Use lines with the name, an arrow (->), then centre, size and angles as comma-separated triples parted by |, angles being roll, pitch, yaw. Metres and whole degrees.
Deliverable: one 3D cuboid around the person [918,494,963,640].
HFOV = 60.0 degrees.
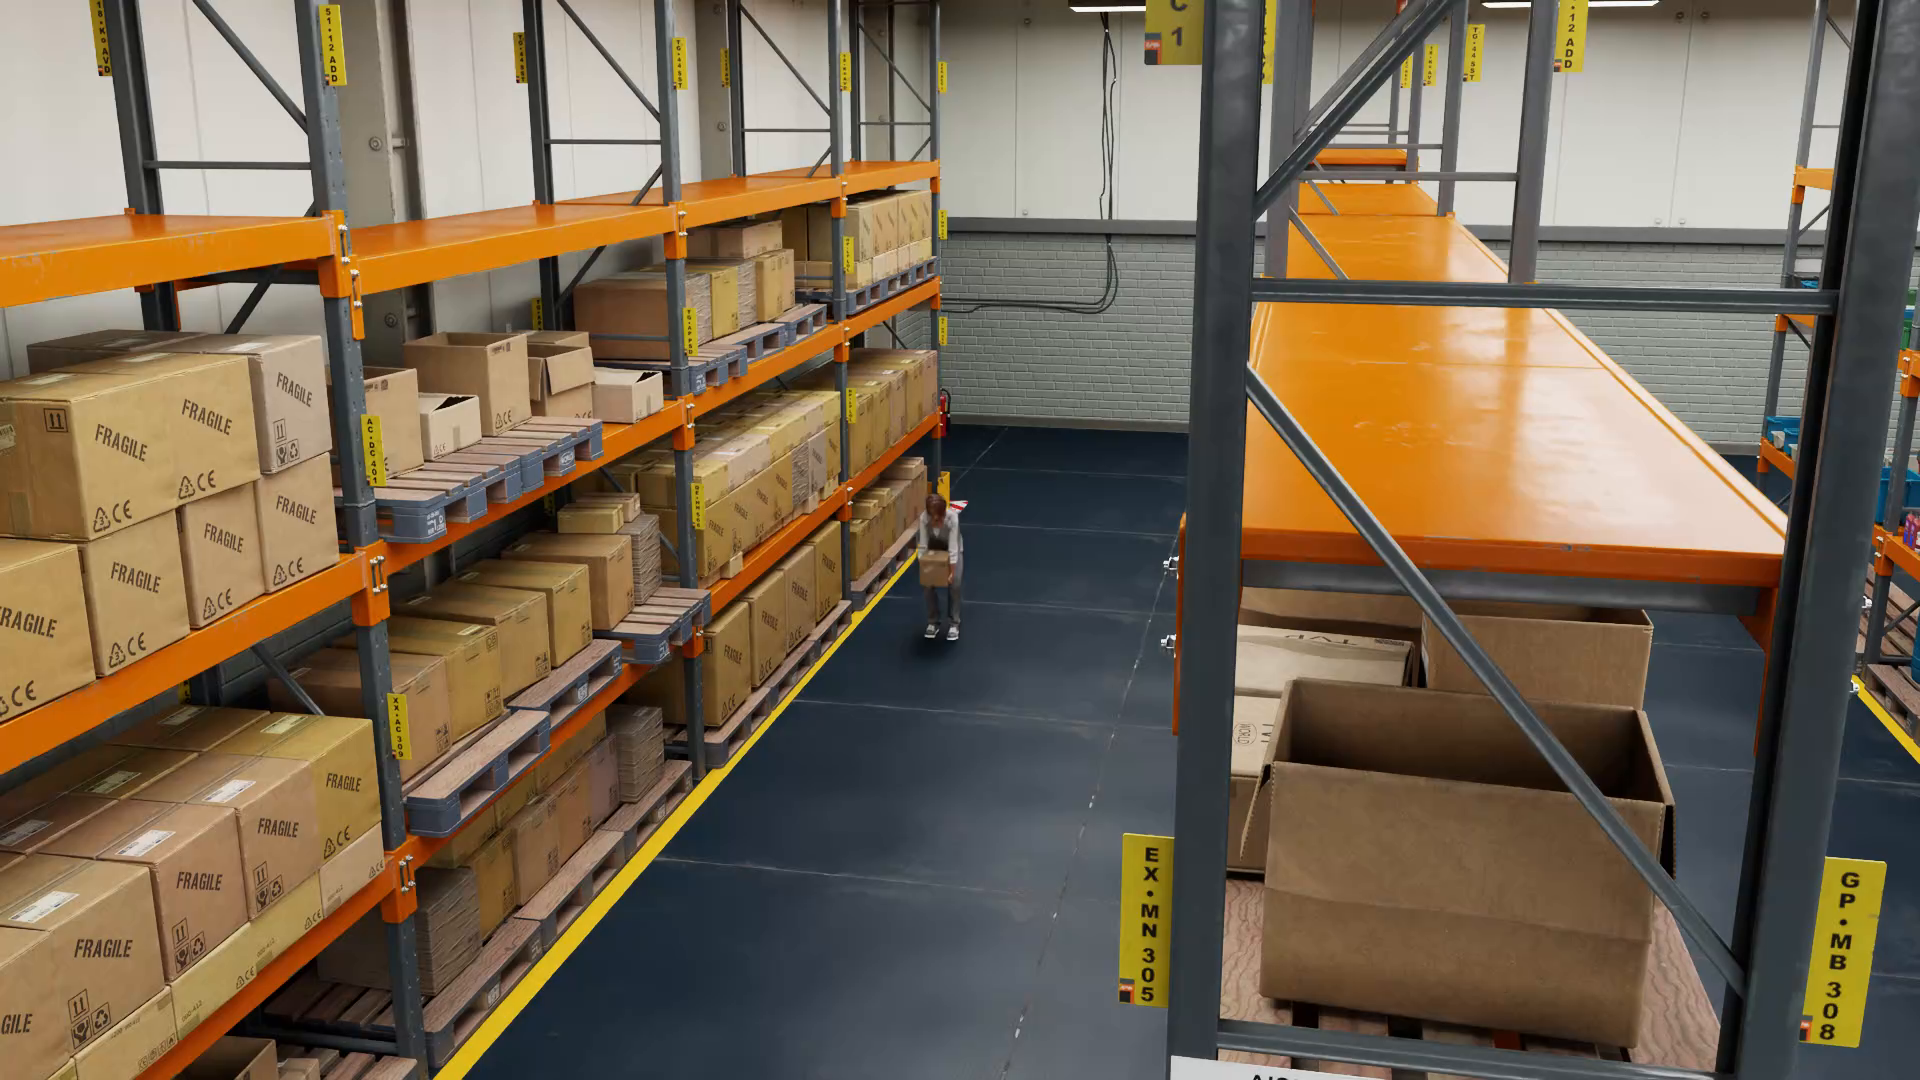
person -> -0.181, 0.237, 15.021 | 0.376, 1.409, 0.690 | 3, 15, 11
